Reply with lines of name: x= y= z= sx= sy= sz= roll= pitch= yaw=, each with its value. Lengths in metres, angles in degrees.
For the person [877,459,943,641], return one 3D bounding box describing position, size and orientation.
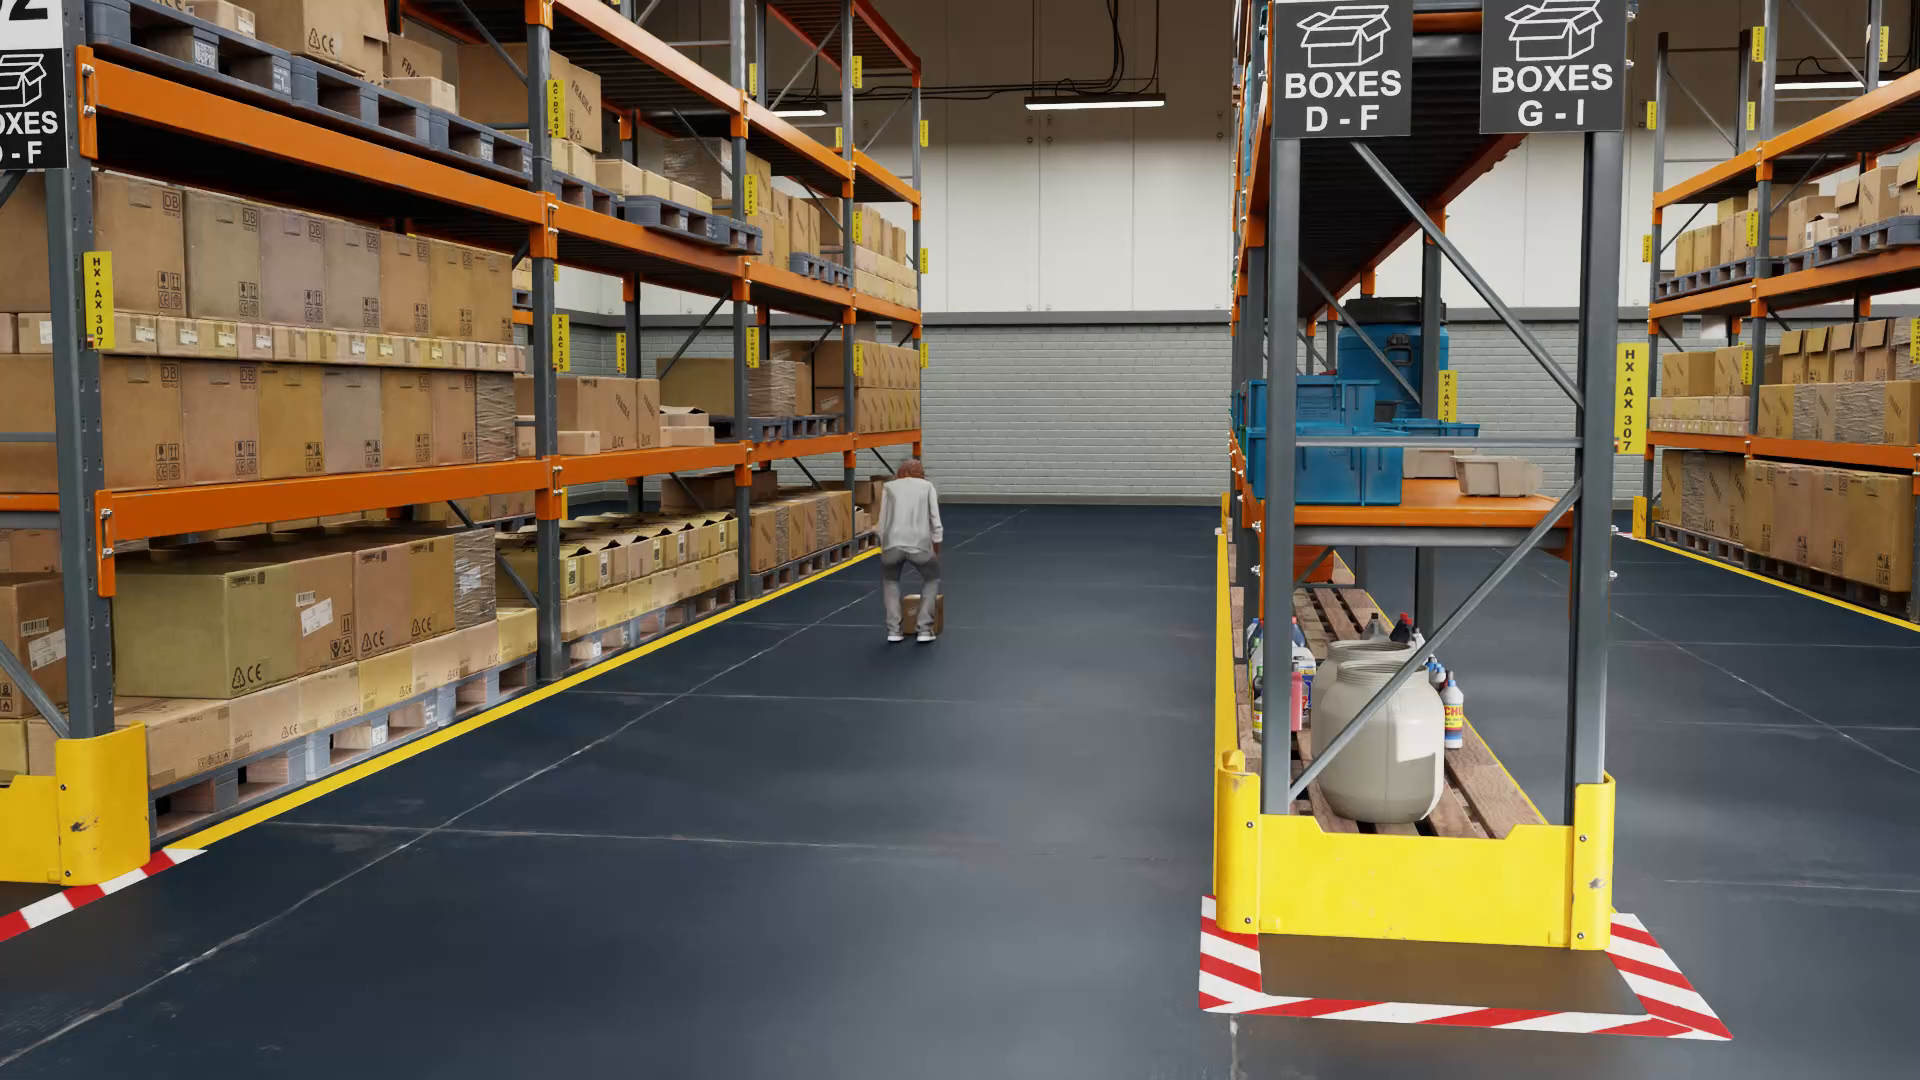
person: x=-0.366 y=0.074 z=11.429 sx=0.462 sy=1.242 sz=0.688 roll=1 pitch=5 yaw=9
